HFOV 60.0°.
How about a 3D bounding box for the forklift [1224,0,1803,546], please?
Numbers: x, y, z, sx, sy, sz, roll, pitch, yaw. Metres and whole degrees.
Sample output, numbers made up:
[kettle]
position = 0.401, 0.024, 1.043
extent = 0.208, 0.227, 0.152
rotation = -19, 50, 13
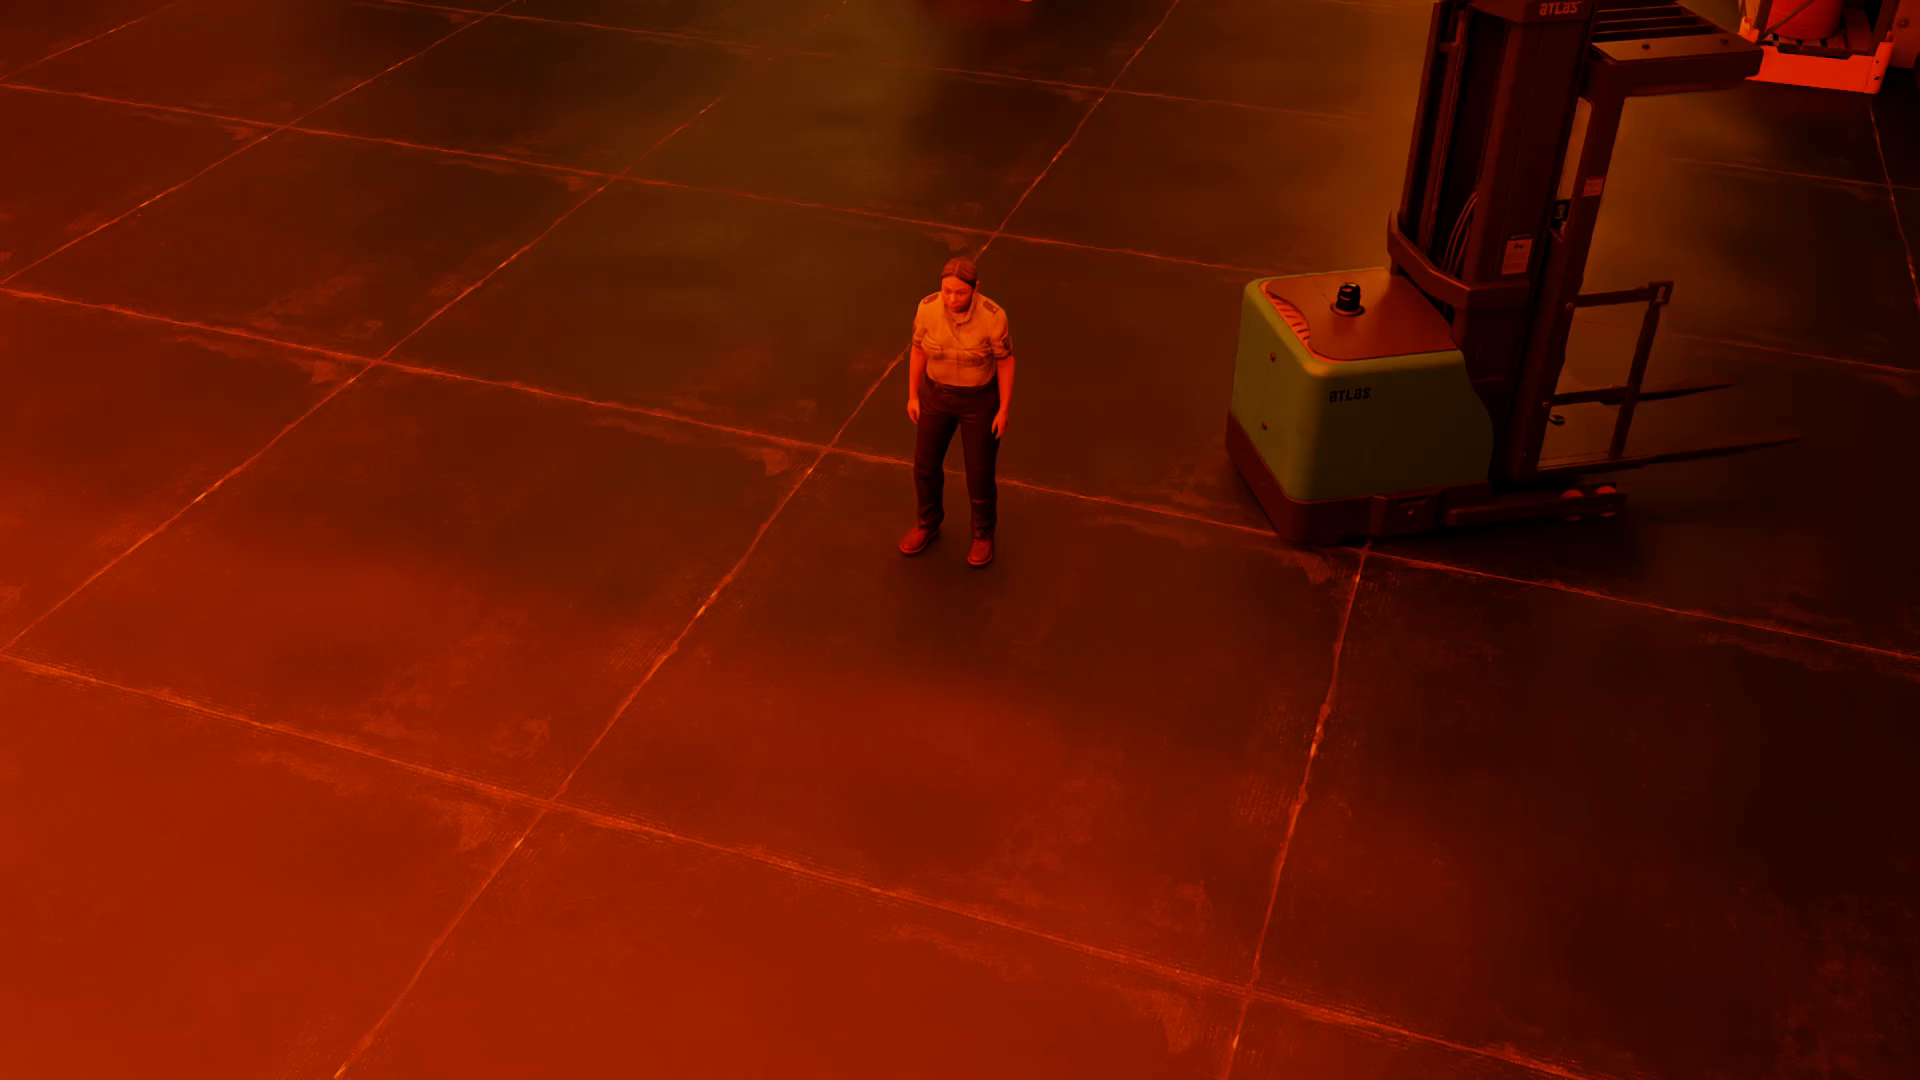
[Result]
[forklift]
position = 3.043, -1.588, 8.351
extent = 3.031, 2.935, 1.130
rotation = -7, 36, -9

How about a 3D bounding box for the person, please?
[person]
position = -0.012, -0.655, 8.147
extent = 0.546, 1.648, 0.373
rotation = 10, 37, 14
